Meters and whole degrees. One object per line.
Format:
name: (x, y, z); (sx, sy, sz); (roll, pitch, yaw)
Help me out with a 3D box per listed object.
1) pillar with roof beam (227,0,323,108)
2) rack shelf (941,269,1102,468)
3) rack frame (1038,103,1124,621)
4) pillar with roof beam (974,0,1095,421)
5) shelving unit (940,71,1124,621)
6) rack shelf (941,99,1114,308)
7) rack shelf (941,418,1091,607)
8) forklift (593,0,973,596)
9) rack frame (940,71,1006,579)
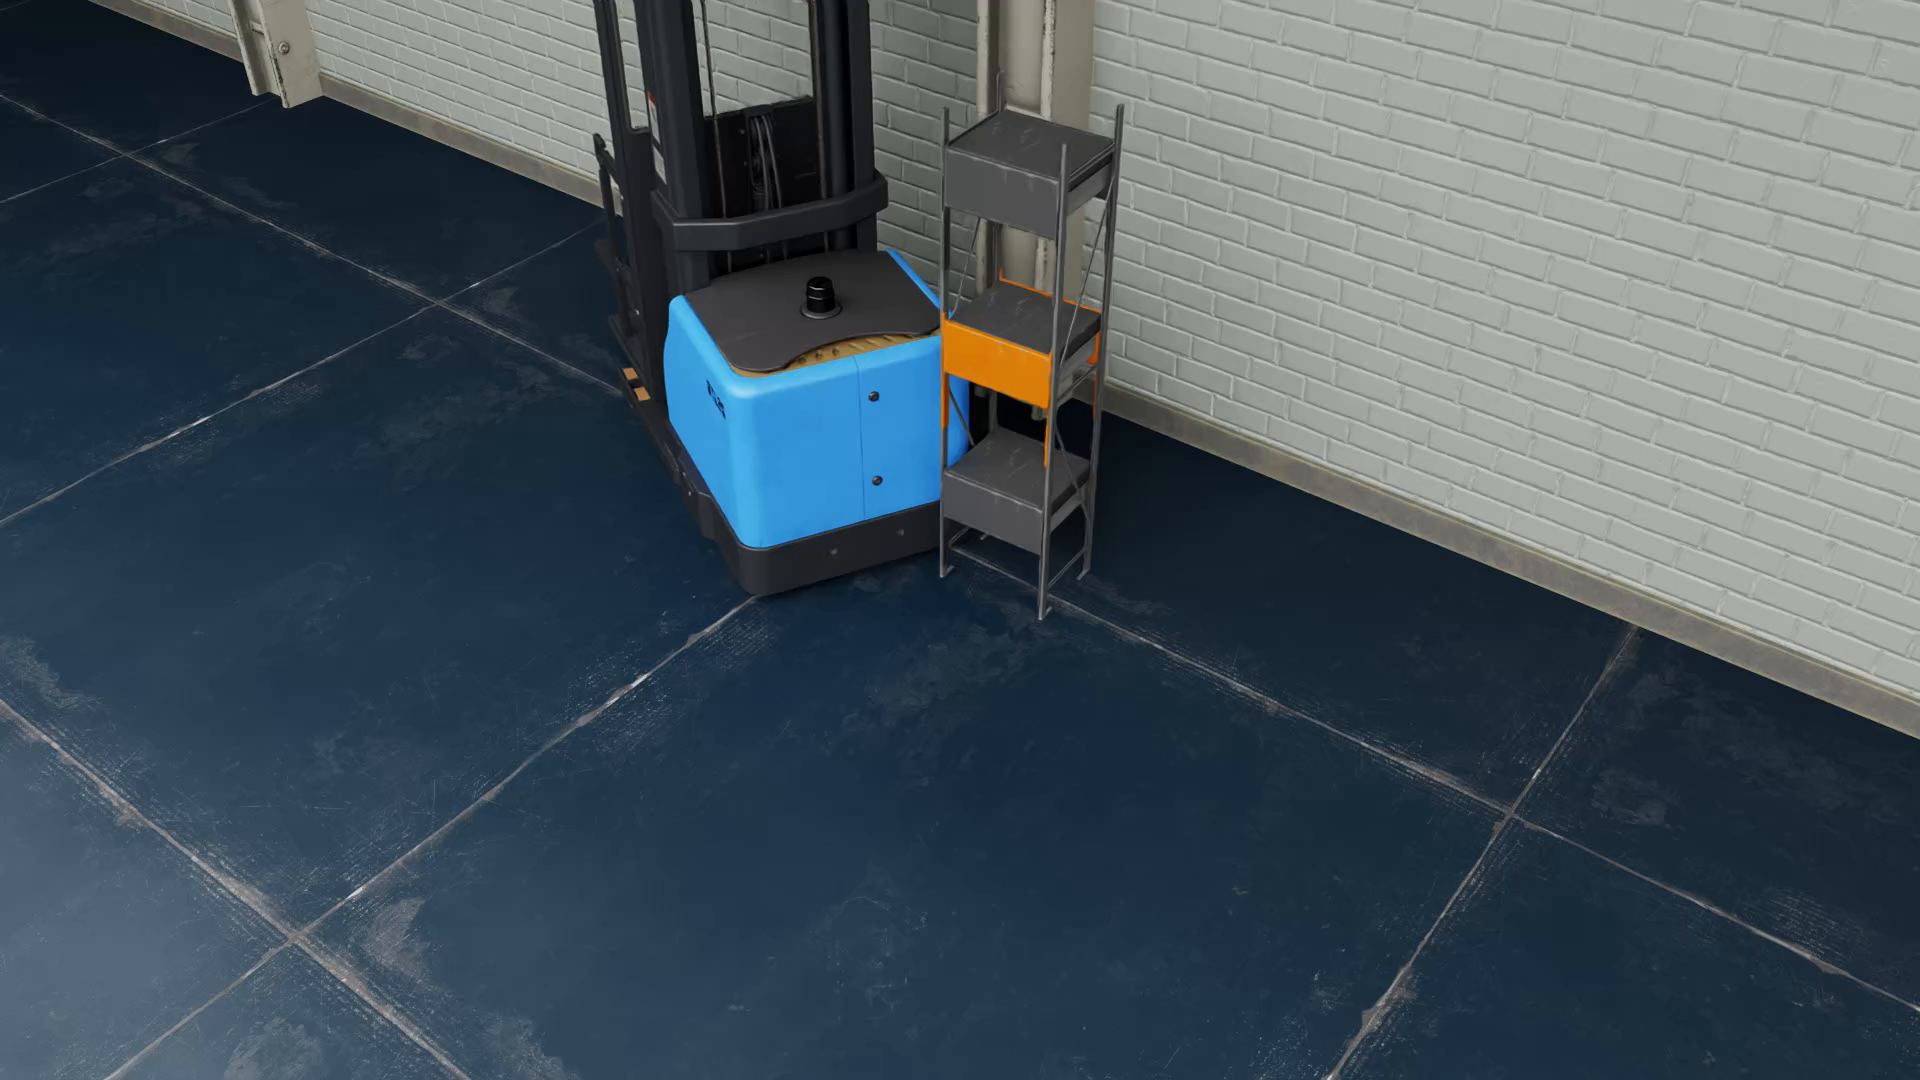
pillar with roof beam: (-7.063, -4.399, 5.569); (0.400, 9.000, 9.100); (25, 45, 29)
rack shelf: (0.243, -0.668, 6.417); (0.480, 0.518, 0.431); (23, 43, 25)
rack frame: (0.447, -0.594, 6.304); (0.015, 2.100, 0.400); (23, 43, 25)
pillar with roof beam: (-2.298, -2.152, 2.699); (0.400, 9.000, 9.100); (25, 45, 29)
shelving unit: (0.243, -0.679, 6.409); (0.503, 2.100, 0.431); (23, 43, 25)
rack shelf: (0.249, -1.216, 5.982); (0.480, 0.518, 0.431); (23, 43, 25)
rack shelf: (0.237, -0.120, 6.852); (0.480, 0.518, 0.431); (23, 43, 25)
forklift: (-1.023, -1.828, 7.208); (1.130, 2.935, 3.031); (-16, 41, -19)
rack frame: (0.040, -0.763, 6.513); (0.015, 2.100, 0.400); (23, 43, 25)
